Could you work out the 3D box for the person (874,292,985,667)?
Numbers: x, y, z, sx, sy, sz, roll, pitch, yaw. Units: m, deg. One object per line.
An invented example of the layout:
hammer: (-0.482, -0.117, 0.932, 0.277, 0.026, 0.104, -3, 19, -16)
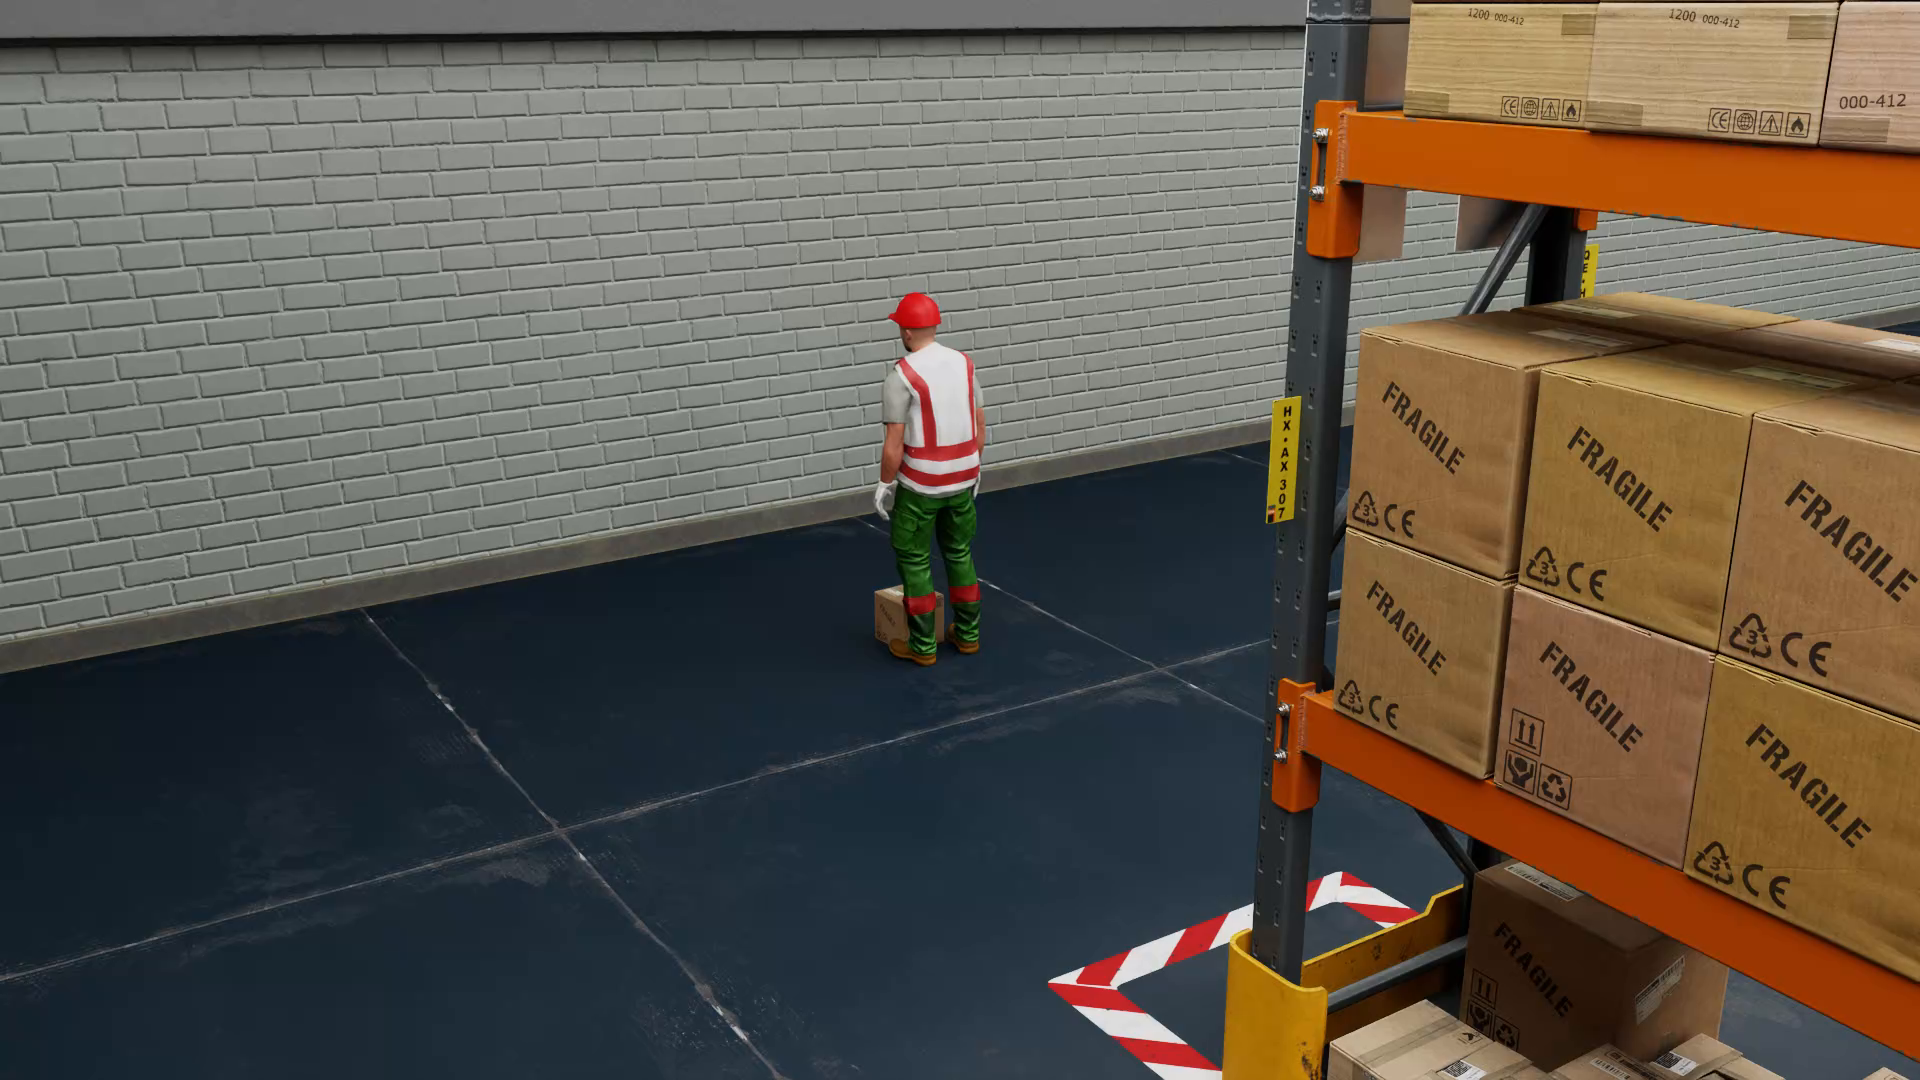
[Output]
person: (-0.144, -0.283, 7.905, 0.620, 1.780, 0.448, -13, 22, -35)
